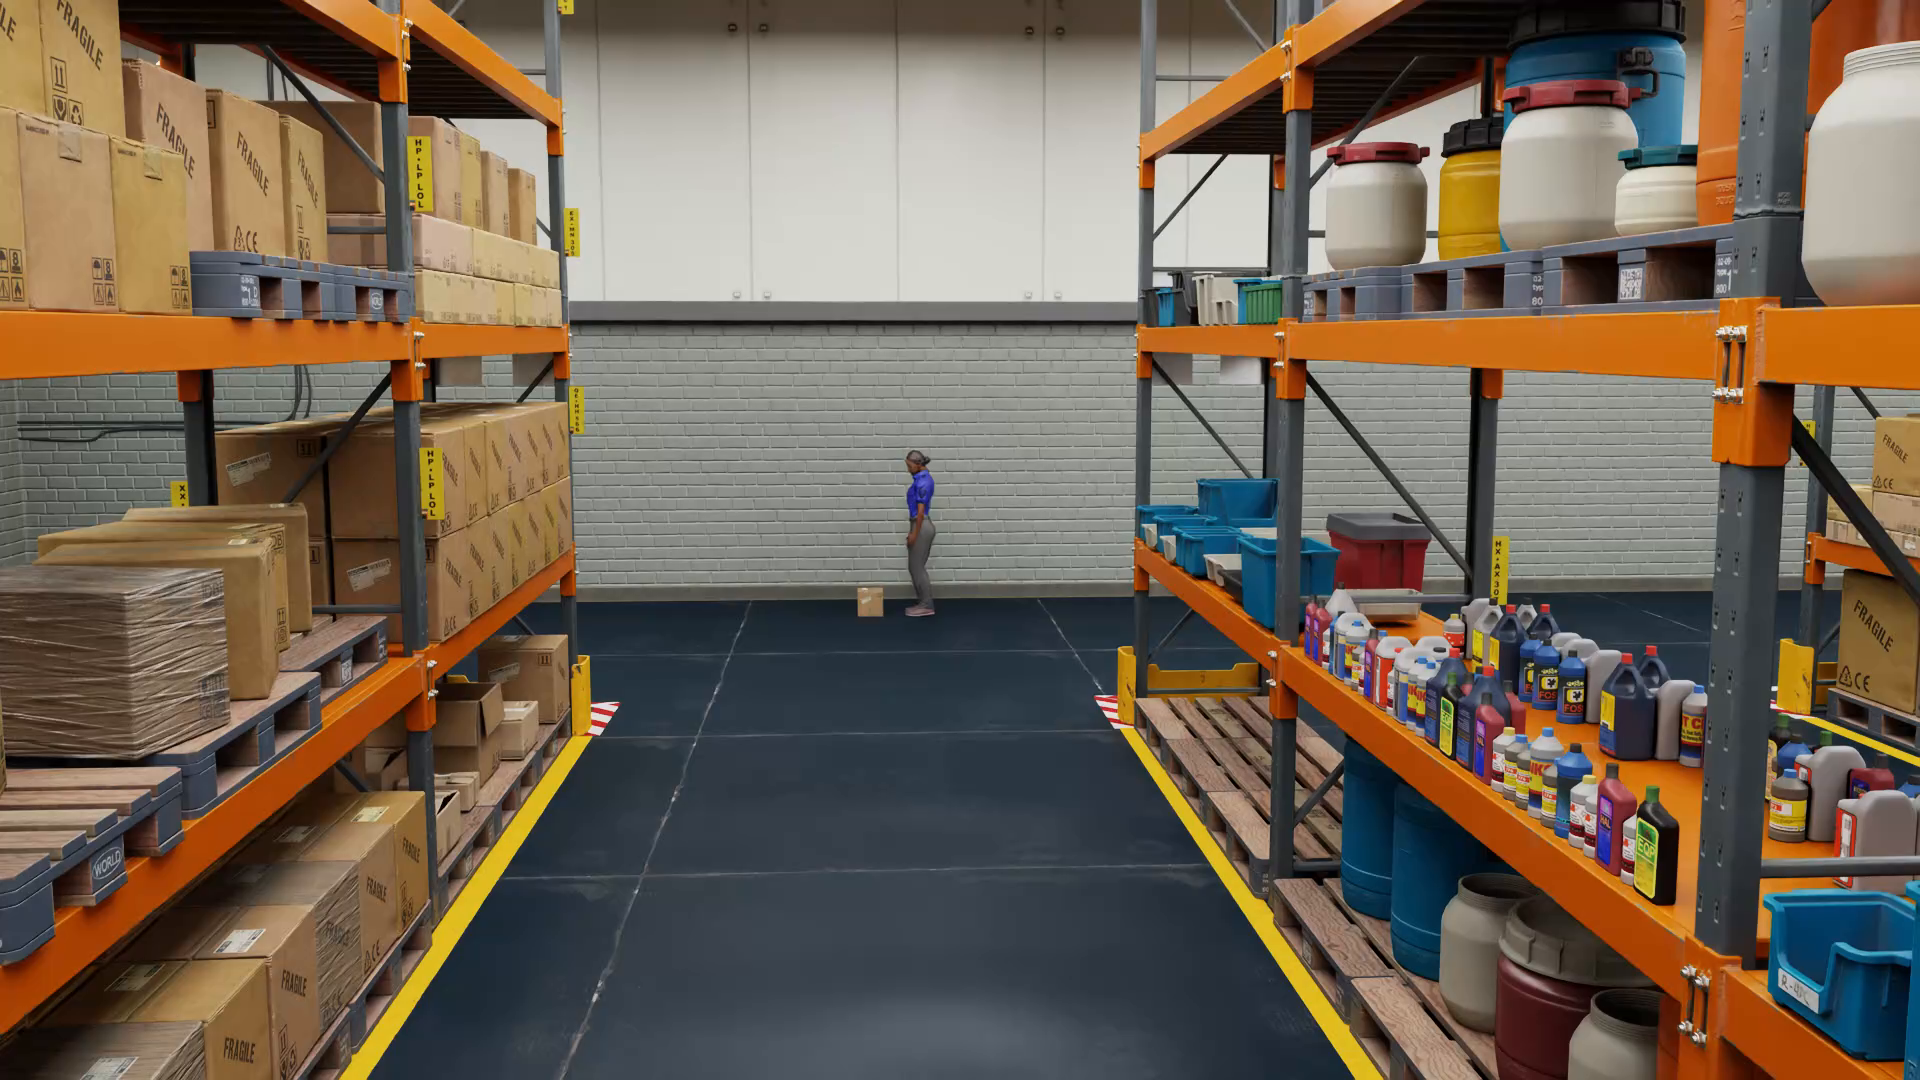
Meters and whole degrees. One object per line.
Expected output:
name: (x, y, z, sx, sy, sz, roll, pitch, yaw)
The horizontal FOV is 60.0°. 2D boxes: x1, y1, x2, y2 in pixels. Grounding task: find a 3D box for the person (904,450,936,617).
person: (-0.397, -0.066, 16.425, 0.315, 1.646, 0.443, 0, 7, -3)
